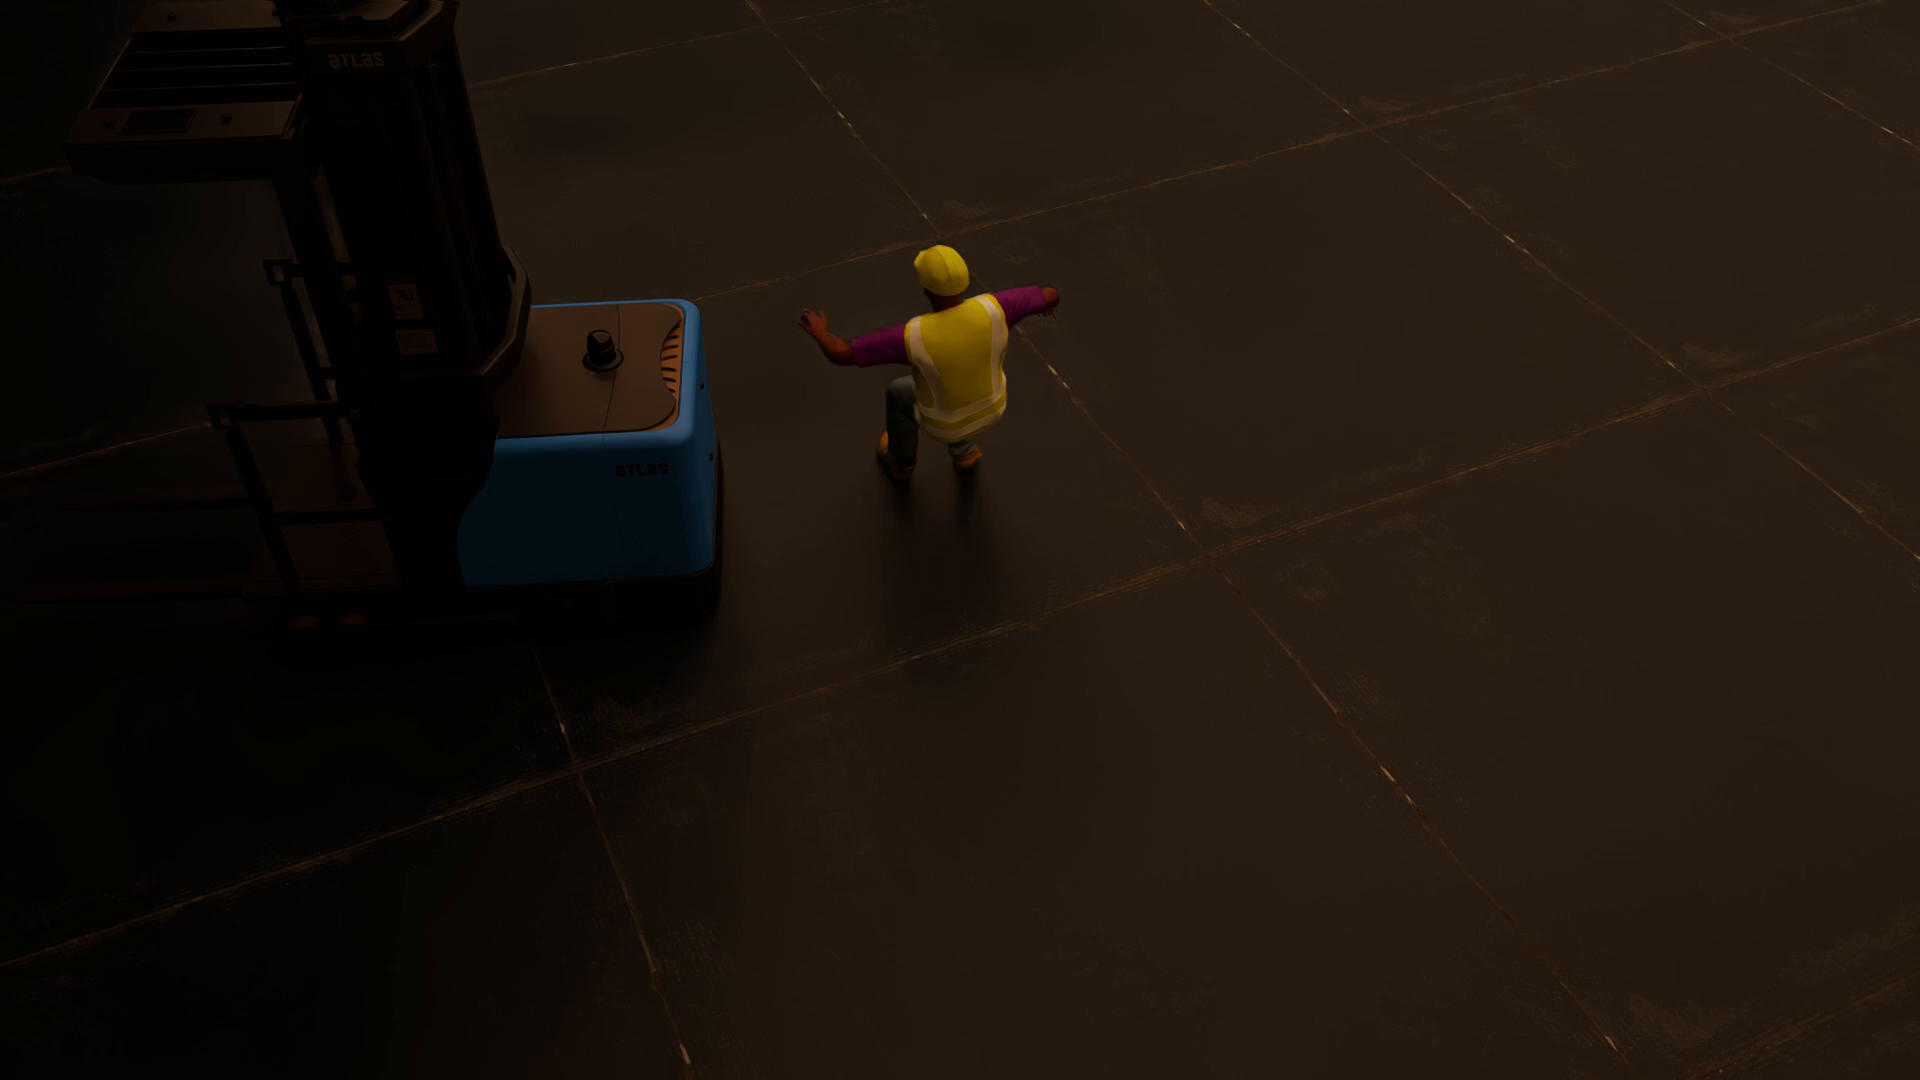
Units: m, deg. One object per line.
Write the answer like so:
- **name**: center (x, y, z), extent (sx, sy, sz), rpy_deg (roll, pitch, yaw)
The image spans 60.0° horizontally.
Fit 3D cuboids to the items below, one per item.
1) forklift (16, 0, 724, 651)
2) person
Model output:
- **forklift**: center (-2.620, -0.961, 6.710), extent (3.031, 2.935, 1.130), rpy_deg (-3, 43, -4)
- **person**: center (-0.104, -0.809, 7.581), extent (1.125, 1.533, 0.872), rpy_deg (-22, 47, -22)
